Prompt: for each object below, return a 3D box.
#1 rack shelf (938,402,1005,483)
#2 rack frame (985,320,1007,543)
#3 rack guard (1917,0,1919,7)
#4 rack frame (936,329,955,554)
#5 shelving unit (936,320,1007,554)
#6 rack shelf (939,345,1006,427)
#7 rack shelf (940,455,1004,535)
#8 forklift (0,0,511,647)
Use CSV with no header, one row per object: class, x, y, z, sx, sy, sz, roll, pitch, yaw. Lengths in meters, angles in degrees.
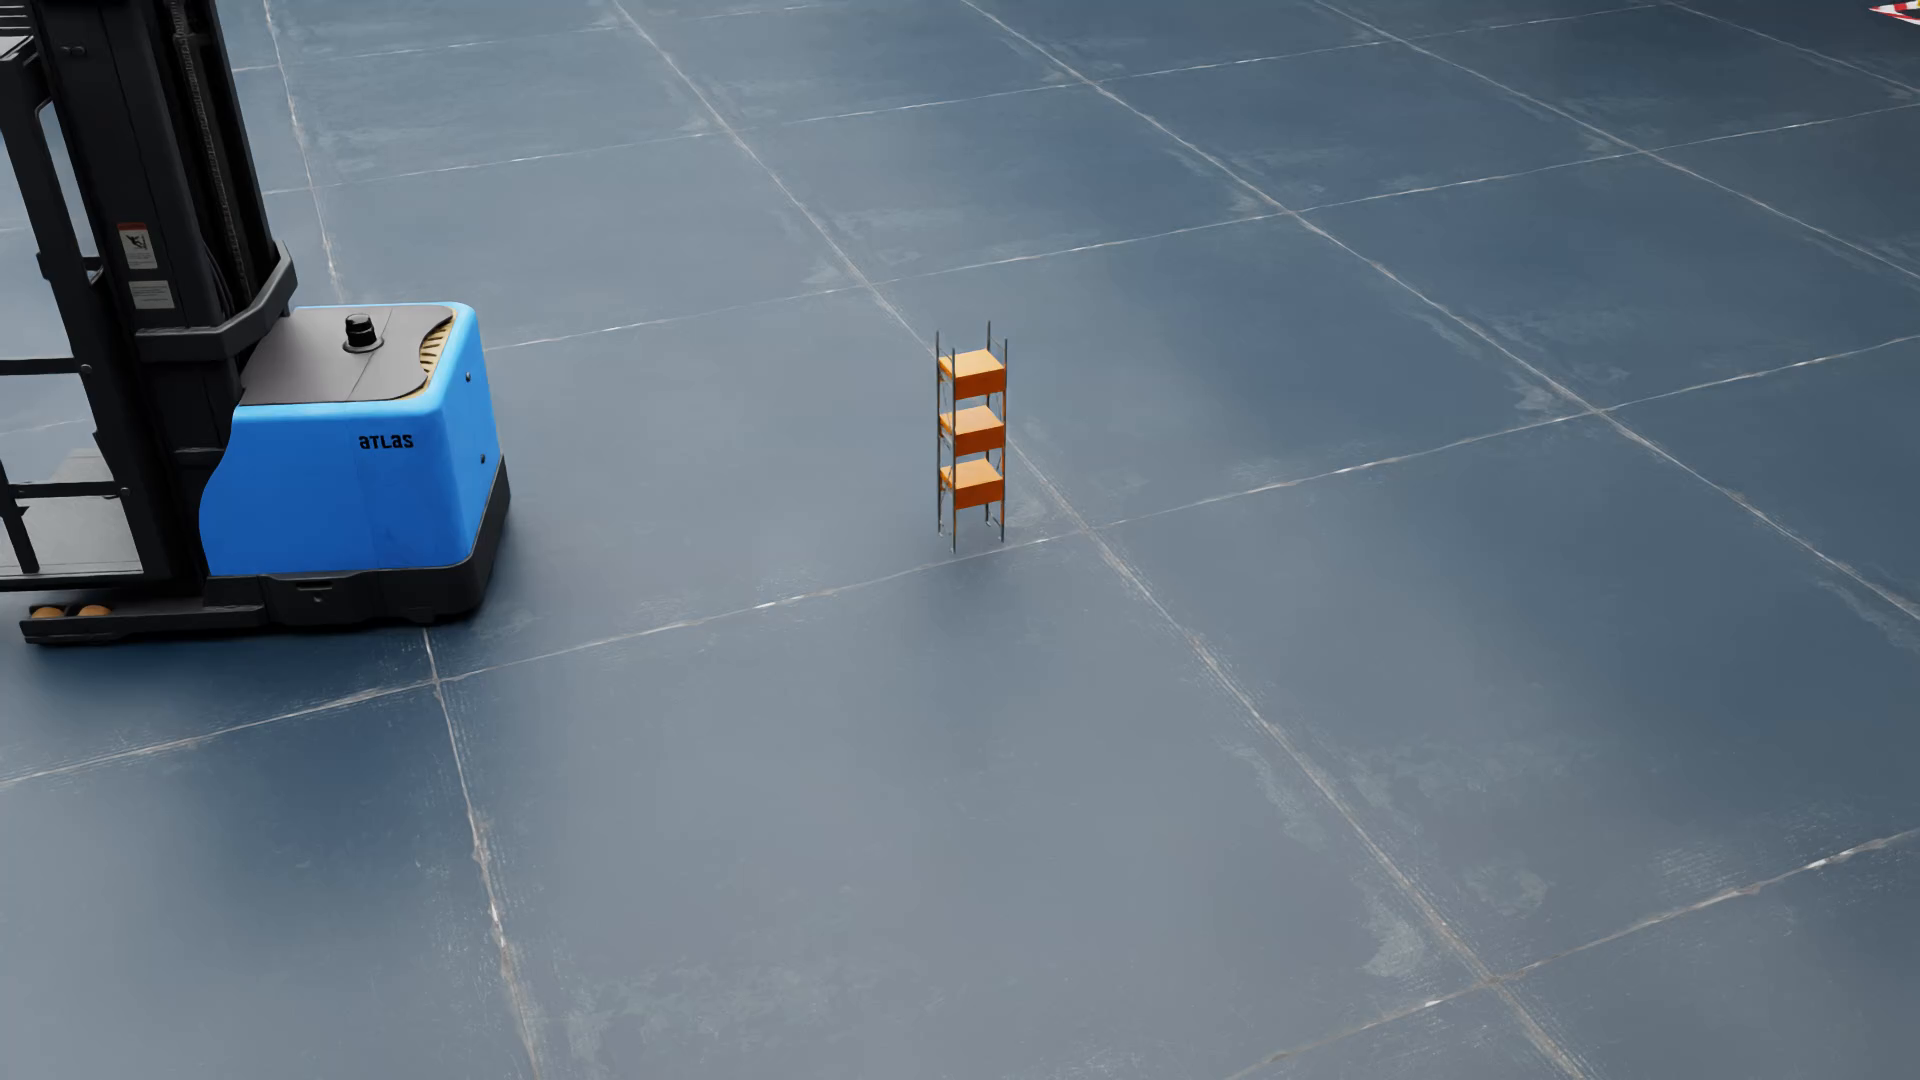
rack shelf,0.049,-0.442,7.487,0.240,0.259,0.215,-13,35,-19
rack frame,0.162,-0.477,7.521,0.008,1.050,0.200,-13,35,-19
rack guard,9.172,-4.882,14.795,0.348,0.500,1.175,-13,35,-19
rack frame,-0.063,-0.426,7.441,0.008,1.050,0.200,-13,35,-19
shelving unit,0.049,-0.451,7.481,0.252,1.050,0.215,-13,35,-19
rack shelf,0.049,-0.680,7.332,0.240,0.259,0.215,-13,35,-19
rack shelf,0.049,-0.210,7.638,0.240,0.259,0.215,-13,35,-19
forklift,-3.620,-1.077,6.717,3.031,2.935,1.130,-2,33,-4
